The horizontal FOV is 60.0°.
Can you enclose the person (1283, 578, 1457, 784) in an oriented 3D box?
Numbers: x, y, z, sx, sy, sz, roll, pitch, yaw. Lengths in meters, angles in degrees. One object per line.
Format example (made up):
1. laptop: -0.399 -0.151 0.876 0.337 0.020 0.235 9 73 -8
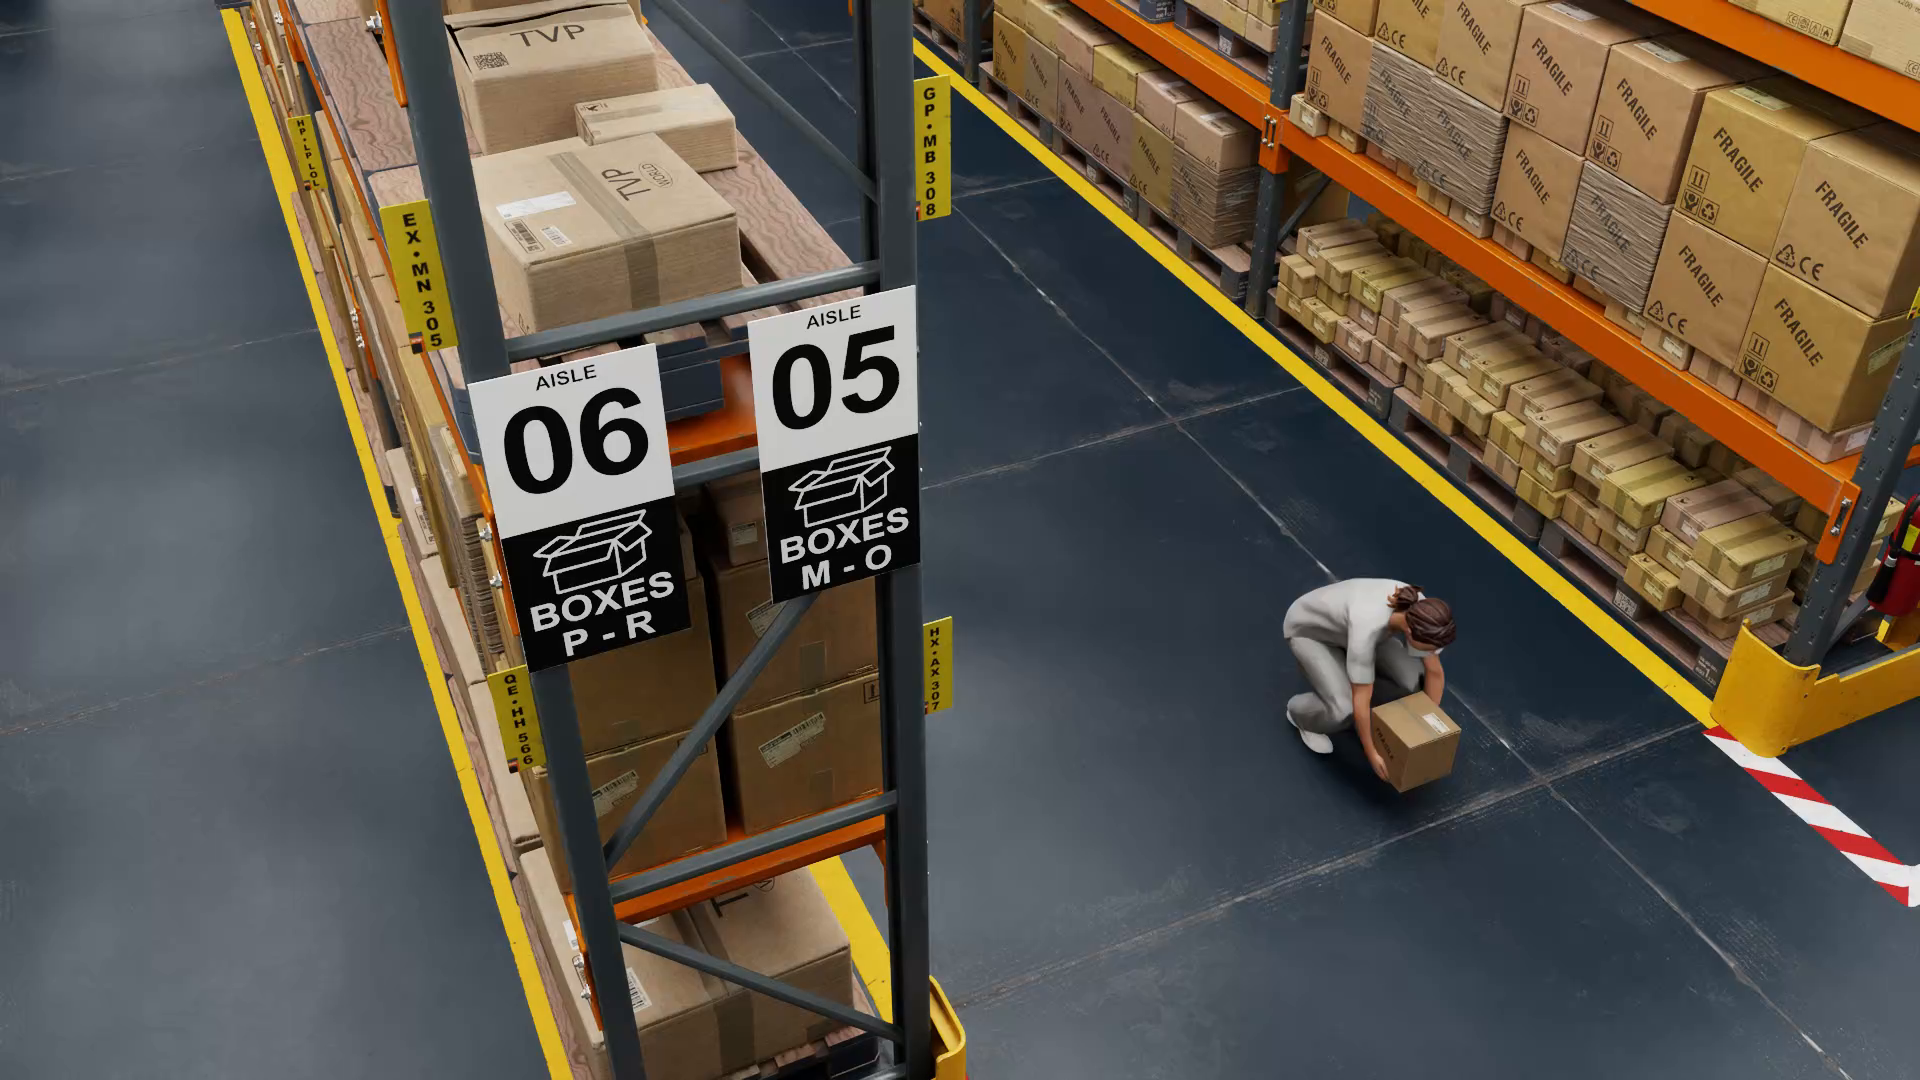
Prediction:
1. person: 1.677 0.488 6.815 0.483 0.953 0.801 -16 40 -20
